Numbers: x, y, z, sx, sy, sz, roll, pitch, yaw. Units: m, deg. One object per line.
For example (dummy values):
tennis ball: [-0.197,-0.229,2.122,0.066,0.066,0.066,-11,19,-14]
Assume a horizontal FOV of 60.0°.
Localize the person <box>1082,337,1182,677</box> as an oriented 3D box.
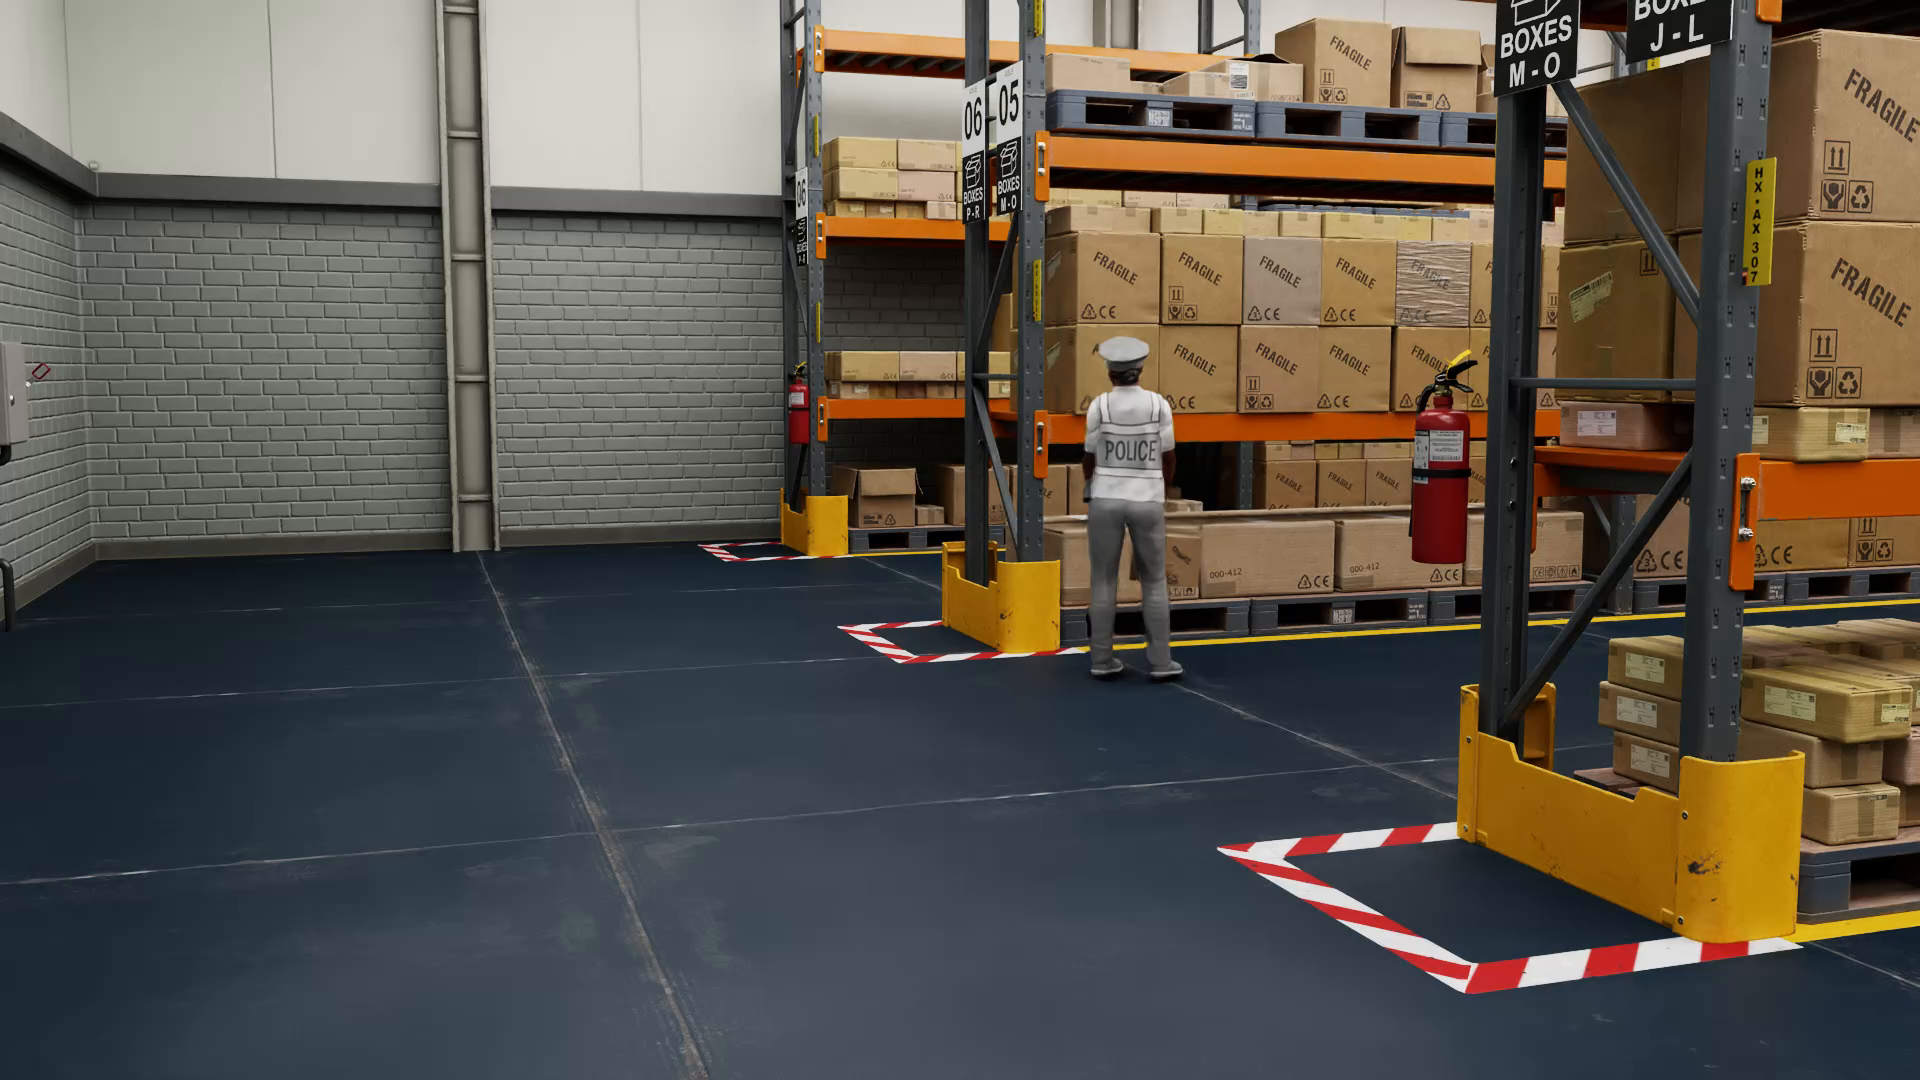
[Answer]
person: [0.866,-0.155,8.273,0.532,1.701,0.422,0,6,-1]
